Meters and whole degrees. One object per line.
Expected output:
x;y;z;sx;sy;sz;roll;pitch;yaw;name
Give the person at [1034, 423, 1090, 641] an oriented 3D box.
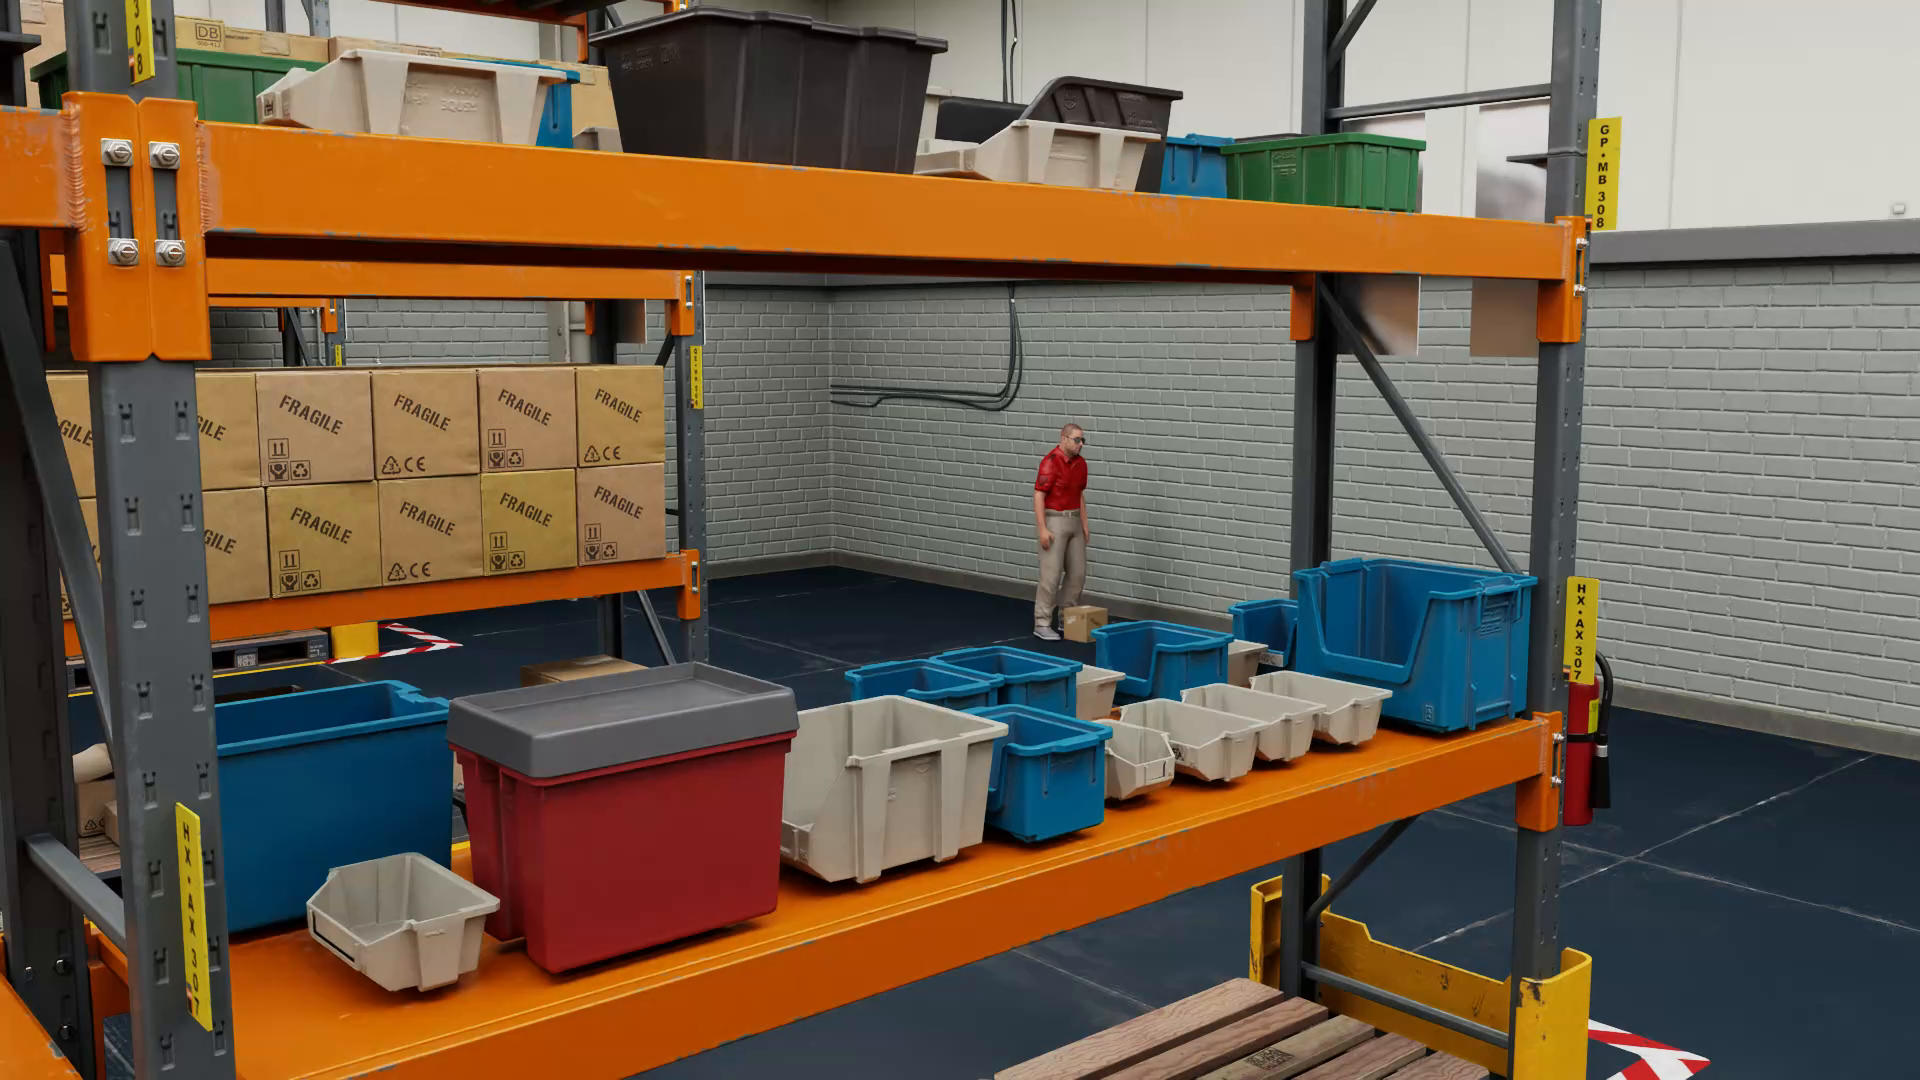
0.834;-0.082;13.469;0.604;1.726;0.396;-7;10;-44;person
